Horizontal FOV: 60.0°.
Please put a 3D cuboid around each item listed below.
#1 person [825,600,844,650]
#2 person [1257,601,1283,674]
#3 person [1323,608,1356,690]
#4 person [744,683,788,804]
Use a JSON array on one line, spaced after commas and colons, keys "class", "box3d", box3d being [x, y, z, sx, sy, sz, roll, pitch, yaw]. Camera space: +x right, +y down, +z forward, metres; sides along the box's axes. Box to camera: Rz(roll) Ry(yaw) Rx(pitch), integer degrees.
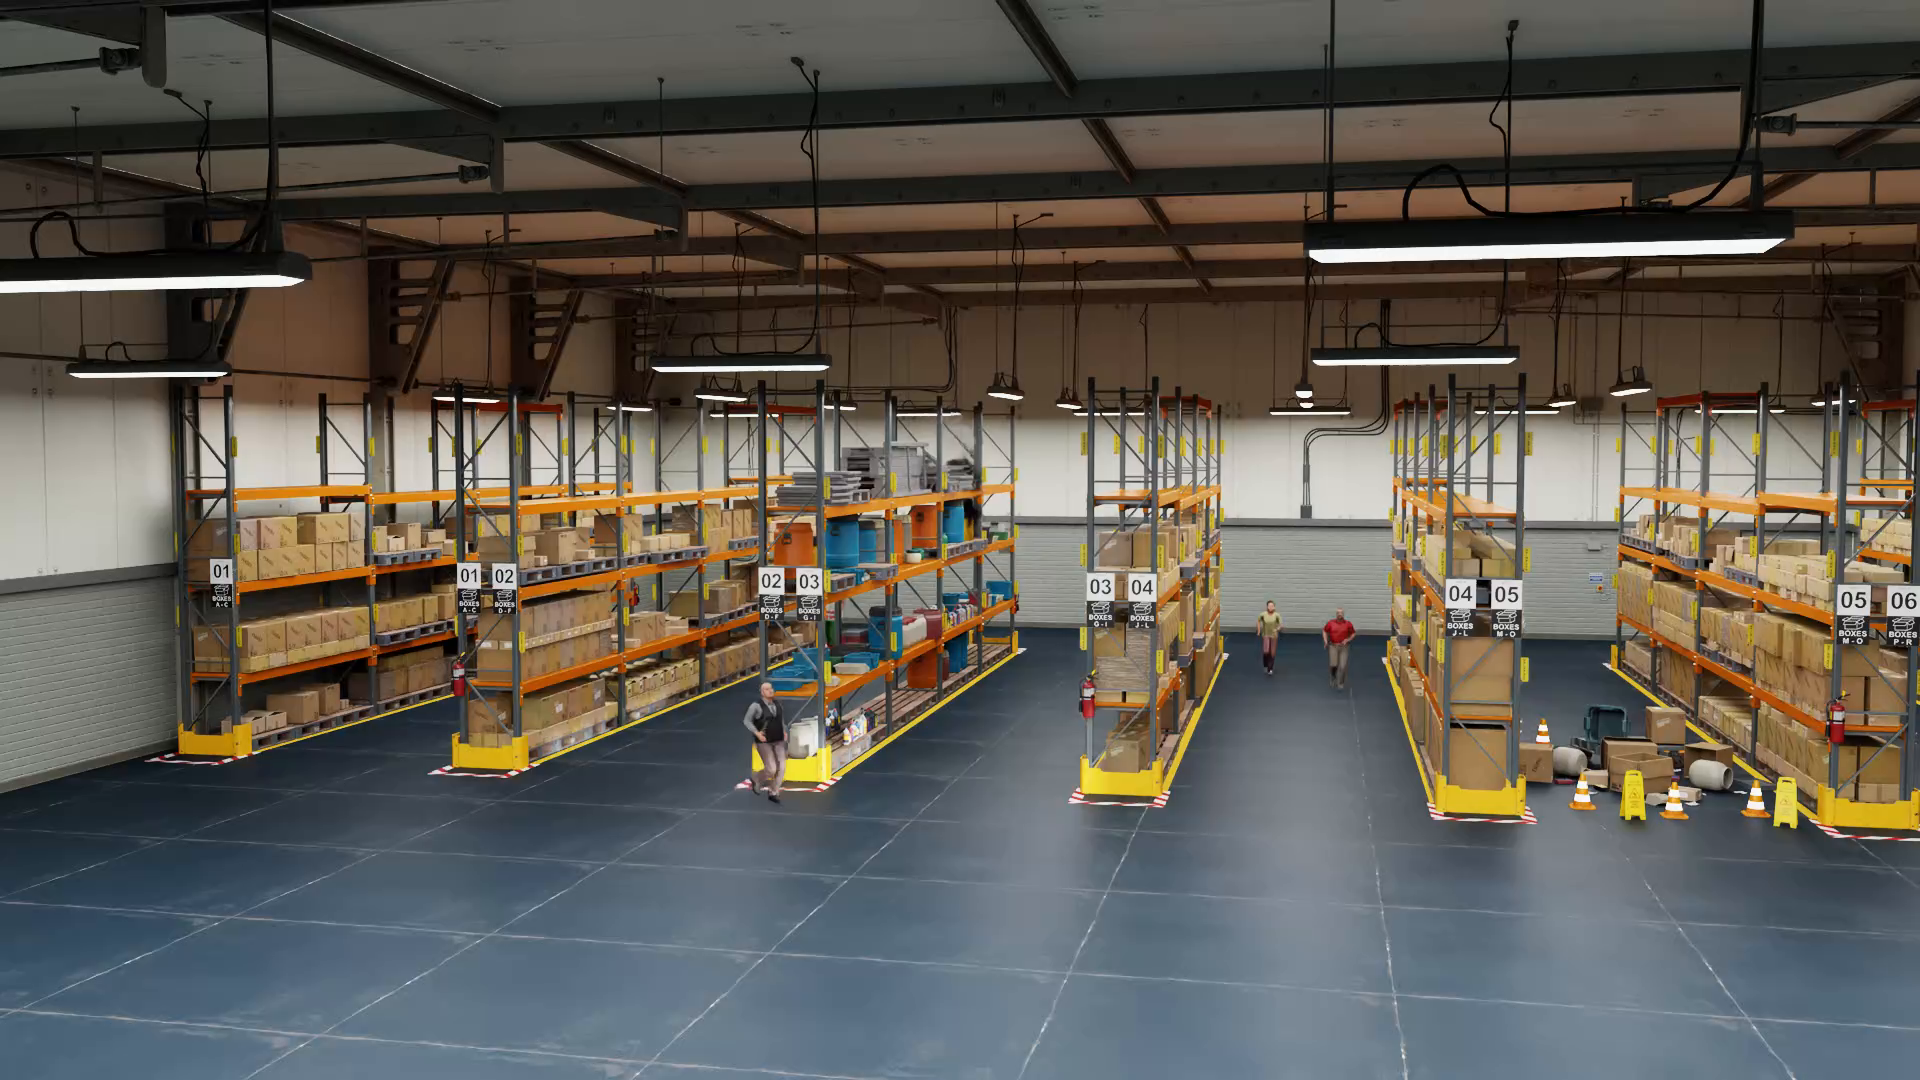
[{"class": "person", "box3d": [-2.867, 1.780, 36.284, 0.626, 1.837, 0.837, 0, 3, 2]}, {"class": "person", "box3d": [6.781, 2.135, 36.404, 0.553, 1.626, 0.688, 0, 3, 7]}, {"class": "person", "box3d": [7.795, 2.246, 34.187, 0.665, 1.680, 0.587, 1, 3, 12]}, {"class": "person", "box3d": [-2.723, 2.860, 23.482, 0.674, 1.695, 0.572, -3, 4, -41]}]
